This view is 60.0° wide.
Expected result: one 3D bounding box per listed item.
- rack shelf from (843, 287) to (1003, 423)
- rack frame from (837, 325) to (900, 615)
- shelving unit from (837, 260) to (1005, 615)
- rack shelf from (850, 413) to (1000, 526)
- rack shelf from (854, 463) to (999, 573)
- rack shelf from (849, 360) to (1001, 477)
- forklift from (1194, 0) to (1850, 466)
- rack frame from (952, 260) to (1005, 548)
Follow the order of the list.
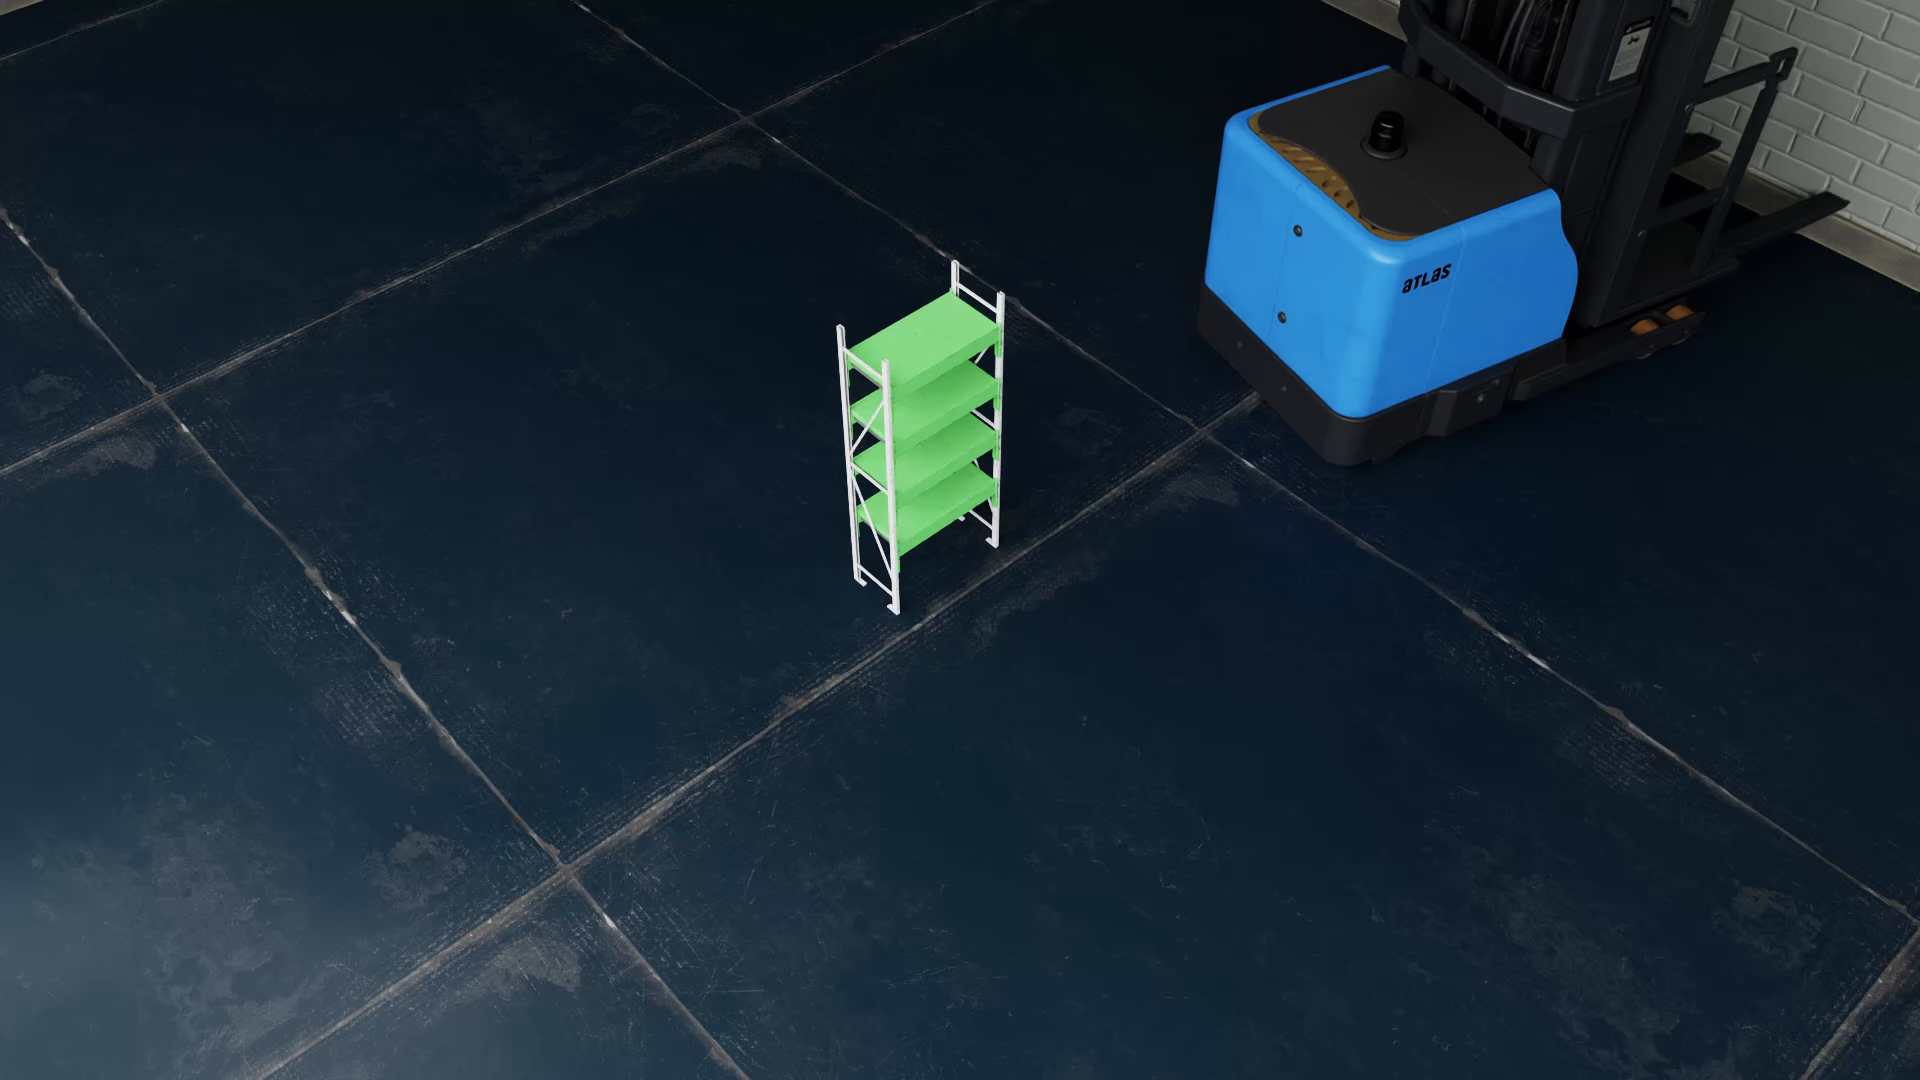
[{"bbox_3d":[-0.122,-0.607,5.428,0.480,0.148,0.258,-34,56,-27],"label":"rack shelf"},{"bbox_3d":[-0.303,-0.204,5.622,0.015,1.200,0.240,-34,56,-27],"label":"rack frame"},{"bbox_3d":[-0.122,-0.325,5.734,0.503,1.200,0.258,-34,56,-27],"label":"shelving unit"},{"bbox_3d":[-0.122,-0.282,5.780,0.480,0.148,0.258,-34,56,-27],"label":"rack shelf"},{"bbox_3d":[-0.122,-0.119,5.957,0.480,0.148,0.258,-34,56,-27],"label":"rack shelf"},{"bbox_3d":[-0.122,-0.444,5.604,0.480,0.148,0.258,-34,56,-27],"label":"rack shelf"},{"bbox_3d":[2.528,-2.071,6.166,3.031,2.935,1.130,-22,51,-19],"label":"forklift"},{"bbox_3d":[0.058,-0.446,5.845,0.015,1.200,0.240,-34,56,-27],"label":"rack frame"}]
